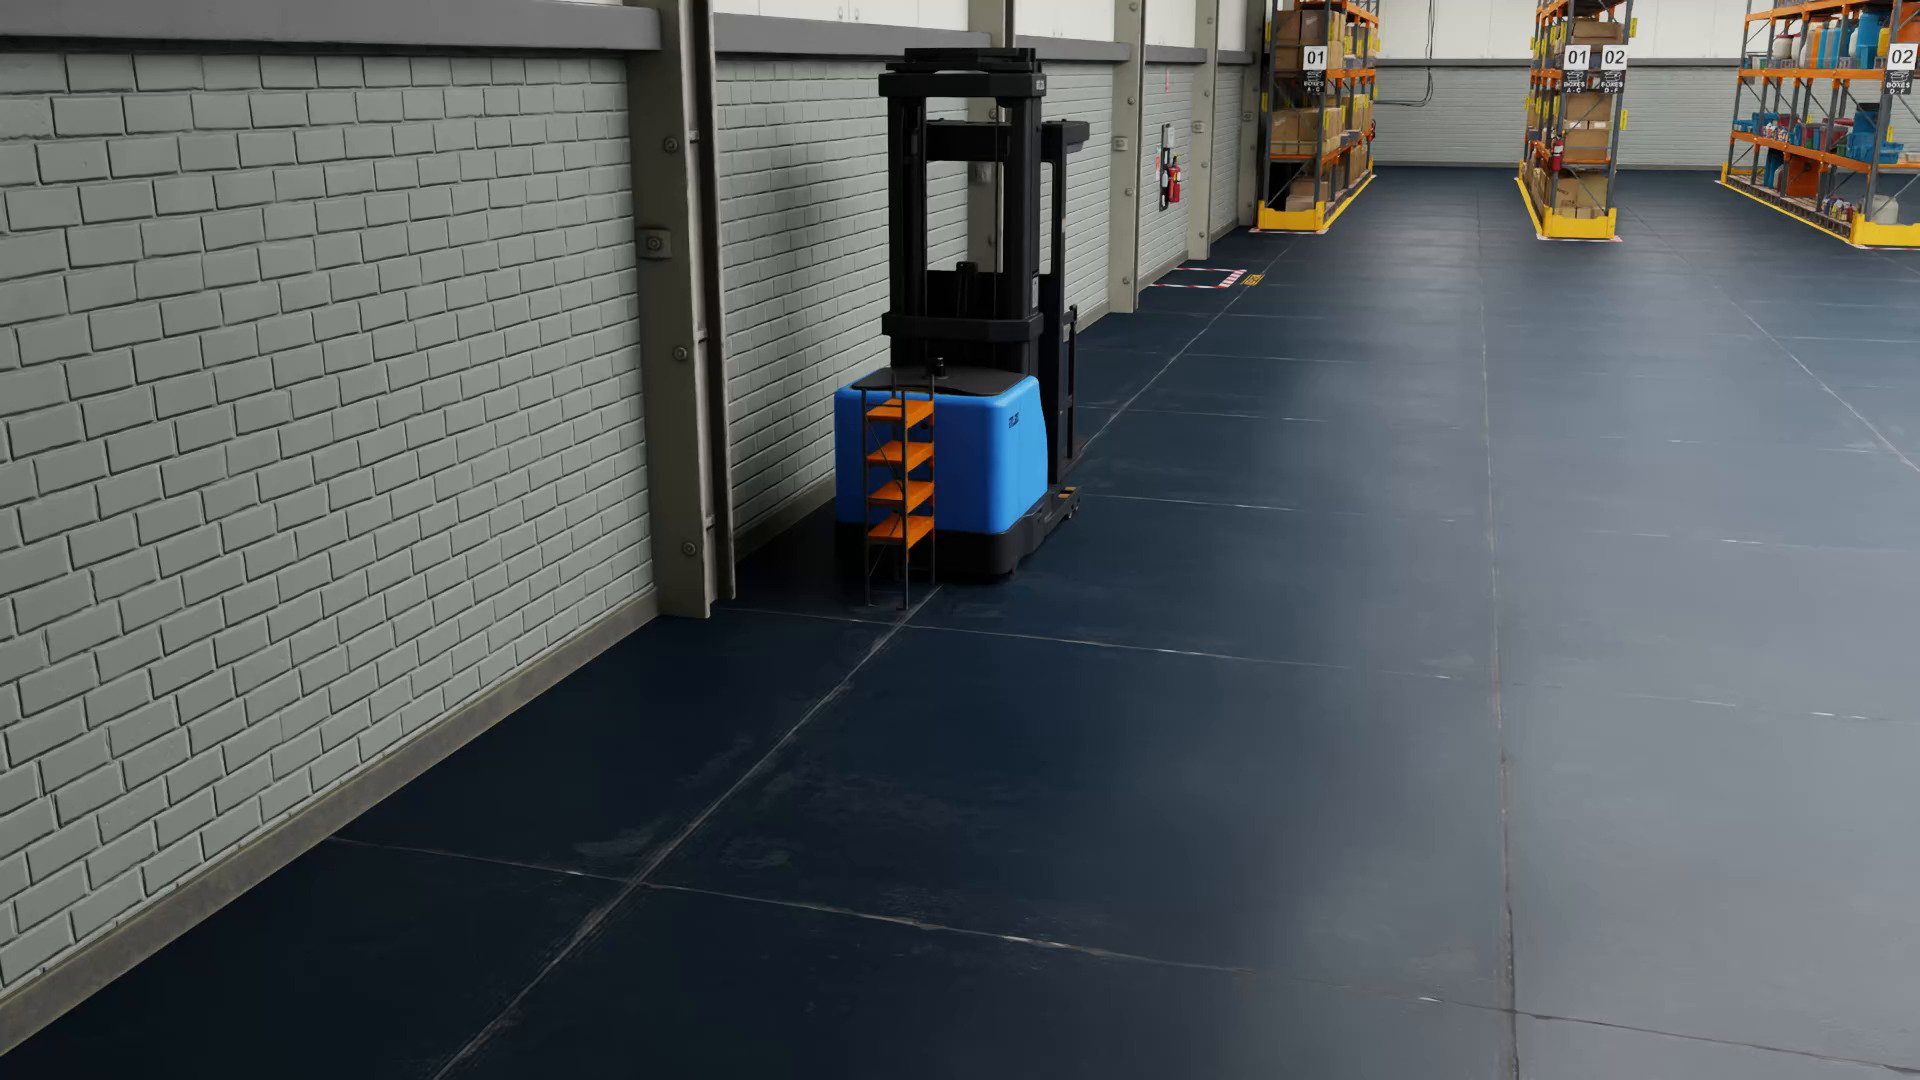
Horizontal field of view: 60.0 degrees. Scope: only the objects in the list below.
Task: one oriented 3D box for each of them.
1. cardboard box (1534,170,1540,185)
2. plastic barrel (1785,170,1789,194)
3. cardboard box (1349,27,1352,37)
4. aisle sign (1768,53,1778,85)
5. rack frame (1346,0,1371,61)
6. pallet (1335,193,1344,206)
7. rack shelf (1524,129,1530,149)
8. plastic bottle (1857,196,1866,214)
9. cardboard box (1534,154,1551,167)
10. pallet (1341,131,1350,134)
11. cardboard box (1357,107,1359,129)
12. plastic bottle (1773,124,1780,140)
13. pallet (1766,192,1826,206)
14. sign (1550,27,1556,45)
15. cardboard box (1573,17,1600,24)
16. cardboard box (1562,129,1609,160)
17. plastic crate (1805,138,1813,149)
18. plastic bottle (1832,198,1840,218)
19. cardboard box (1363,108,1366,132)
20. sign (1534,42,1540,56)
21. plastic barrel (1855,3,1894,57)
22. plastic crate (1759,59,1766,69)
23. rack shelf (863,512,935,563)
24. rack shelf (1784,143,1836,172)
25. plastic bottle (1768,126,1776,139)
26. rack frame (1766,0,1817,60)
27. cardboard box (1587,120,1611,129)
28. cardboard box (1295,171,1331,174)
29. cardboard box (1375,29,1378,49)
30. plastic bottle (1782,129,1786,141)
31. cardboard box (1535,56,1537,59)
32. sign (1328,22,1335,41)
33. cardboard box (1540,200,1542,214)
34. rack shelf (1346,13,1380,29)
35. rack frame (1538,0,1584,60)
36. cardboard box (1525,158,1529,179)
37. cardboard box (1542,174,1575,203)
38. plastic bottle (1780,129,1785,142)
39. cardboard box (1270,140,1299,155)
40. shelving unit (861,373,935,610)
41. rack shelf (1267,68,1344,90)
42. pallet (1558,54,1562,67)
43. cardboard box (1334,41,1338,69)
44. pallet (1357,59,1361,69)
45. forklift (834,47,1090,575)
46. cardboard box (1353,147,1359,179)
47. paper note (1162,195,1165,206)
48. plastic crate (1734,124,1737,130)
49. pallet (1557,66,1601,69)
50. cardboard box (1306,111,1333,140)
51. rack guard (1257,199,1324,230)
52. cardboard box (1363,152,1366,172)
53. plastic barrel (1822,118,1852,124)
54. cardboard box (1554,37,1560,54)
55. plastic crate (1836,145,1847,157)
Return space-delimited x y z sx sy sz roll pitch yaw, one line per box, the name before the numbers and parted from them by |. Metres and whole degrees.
cardboard box | 12.312 -7.590 34.833 0.500 0.311 0.500 4 16 14
plastic barrel | 17.977 -7.731 35.877 0.421 0.512 0.421 0 16 0
cardboard box | 9.041 -12.100 39.631 0.500 0.250 0.500 6 17 20
aisle sign | 20.354 -11.781 41.604 0.394 0.787 0.004 5 16 16
rack frame | 9.417 -13.142 40.173 1.000 3.000 0.127 5 16 16
pallet | 7.708 -7.346 35.841 1.003 0.211 1.213 5 16 16
rack shelf | 14.736 -10.050 41.584 1.077 0.370 4.000 5 16 16
plastic bottle | 16.597 -6.153 30.572 0.144 0.351 0.185 5 16 16
cardboard box | 13.084 -8.474 37.110 0.500 0.250 0.500 5 17 18
pallet | 7.757 -8.596 35.491 1.003 0.211 1.213 5 16 16
cardboard box | 8.964 -9.784 38.561 0.500 0.500 0.500 5 16 16
plastic bottle | 17.985 -8.977 36.573 0.144 0.351 0.185 5 16 16
pallet | 17.963 -7.309 35.713 1.003 0.211 1.213 5 16 16
sign | 11.371 -9.663 31.878 0.100 0.325 0.005 5 16 16
cardboard box | 12.107 -9.872 32.271 0.500 0.500 0.500 5 17 17
cardboard box | 10.903 -6.903 28.986 0.700 0.500 0.500 5 16 16
plastic crate | 16.867 -7.771 32.616 0.450 0.188 0.662 5 16 16
plastic bottle | 15.841 -5.993 30.008 0.144 0.351 0.185 4 16 15
cardboard box | 9.587 -10.541 41.447 0.980 0.700 0.700 5 17 17
sign | 13.645 -11.605 39.302 0.100 0.325 0.005 5 16 16
plastic barrel | 16.257 -9.029 29.480 0.600 0.901 0.708 5 16 16
plastic crate | 18.868 -11.113 38.824 0.416 0.233 0.300 5 16 16
rack shelf | -0.331 -0.018 9.167 0.258 0.148 0.480 5 16 16
rack shelf | 17.211 -7.572 32.847 1.077 0.370 4.000 5 16 16
plastic bottle | 18.156 -9.094 37.123 0.152 0.276 0.135 5 16 16
rack frame | 18.916 -12.374 37.464 1.000 3.000 0.127 5 16 16
cardboard box | 11.148 -7.249 29.017 0.380 0.149 0.250 4 16 14
cardboard box | 7.436 -7.505 35.067 0.700 0.500 0.500 4 16 15
cardboard box | 10.608 -13.072 43.369 0.500 0.500 0.500 5 16 16
plastic bottle | 17.656 -8.659 35.595 0.097 0.271 0.097 0 16 0
cardboard box | 14.335 -11.894 40.627 0.500 0.250 0.500 5 16 16
sign | 6.527 -8.938 29.246 0.100 0.325 0.005 5 16 16
cardboard box | 11.041 -6.169 30.852 0.500 0.250 0.500 5 16 16
rack shelf | 9.986 -13.127 42.171 1.077 0.370 4.000 5 16 16
rack frame | 14.168 -12.759 38.822 1.000 3.000 0.127 5 16 16
cardboard box | 14.058 -9.053 40.525 0.500 0.500 0.500 5 16 16
cardboard box | 10.895 -6.400 30.290 0.500 0.500 0.500 5 16 16
plastic bottle | 17.712 -8.709 35.774 0.097 0.271 0.097 0 16 0
cardboard box | 5.954 -7.191 30.425 0.500 0.250 0.500 5 17 17
shelving unit | -0.331 -0.274 9.095 0.258 1.200 0.503 5 16 16
rack shelf | 6.575 -8.737 31.457 1.077 0.370 4.000 5 16 16
pallet | 11.328 -8.637 29.949 1.003 0.211 1.213 5 16 16
cardboard box | 6.672 -8.959 30.703 0.500 0.500 0.500 5 17 18
pallet | 7.713 -9.941 34.727 1.213 0.211 1.003 5 16 16
forklift | 0.177 -1.573 10.503 1.130 2.935 3.031 5 16 16
cardboard box | 9.107 -9.011 39.772 0.750 0.750 0.750 5 17 18
paper note | 2.816 -4.689 22.978 0.016 0.148 0.142 5 16 16
plastic crate | 19.496 -10.320 41.589 0.250 0.136 0.298 5 16 16
pallet | 12.133 -9.363 32.696 0.805 0.209 1.217 4 16 14
cardboard box | 6.581 -7.645 30.650 0.500 0.500 0.500 5 16 16
rack guard | 6.029 -5.934 30.334 1.175 0.500 0.348 5 16 16
cardboard box | 10.309 -9.980 43.830 0.700 0.500 0.500 5 16 16
plastic barrel | 17.938 -8.362 34.064 0.600 0.536 0.708 5 16 16
cardboard box | 11.345 -9.197 30.898 0.500 0.311 0.500 4 16 13
plastic crate | 15.986 -6.960 29.758 0.450 0.188 0.662 5 16 16
